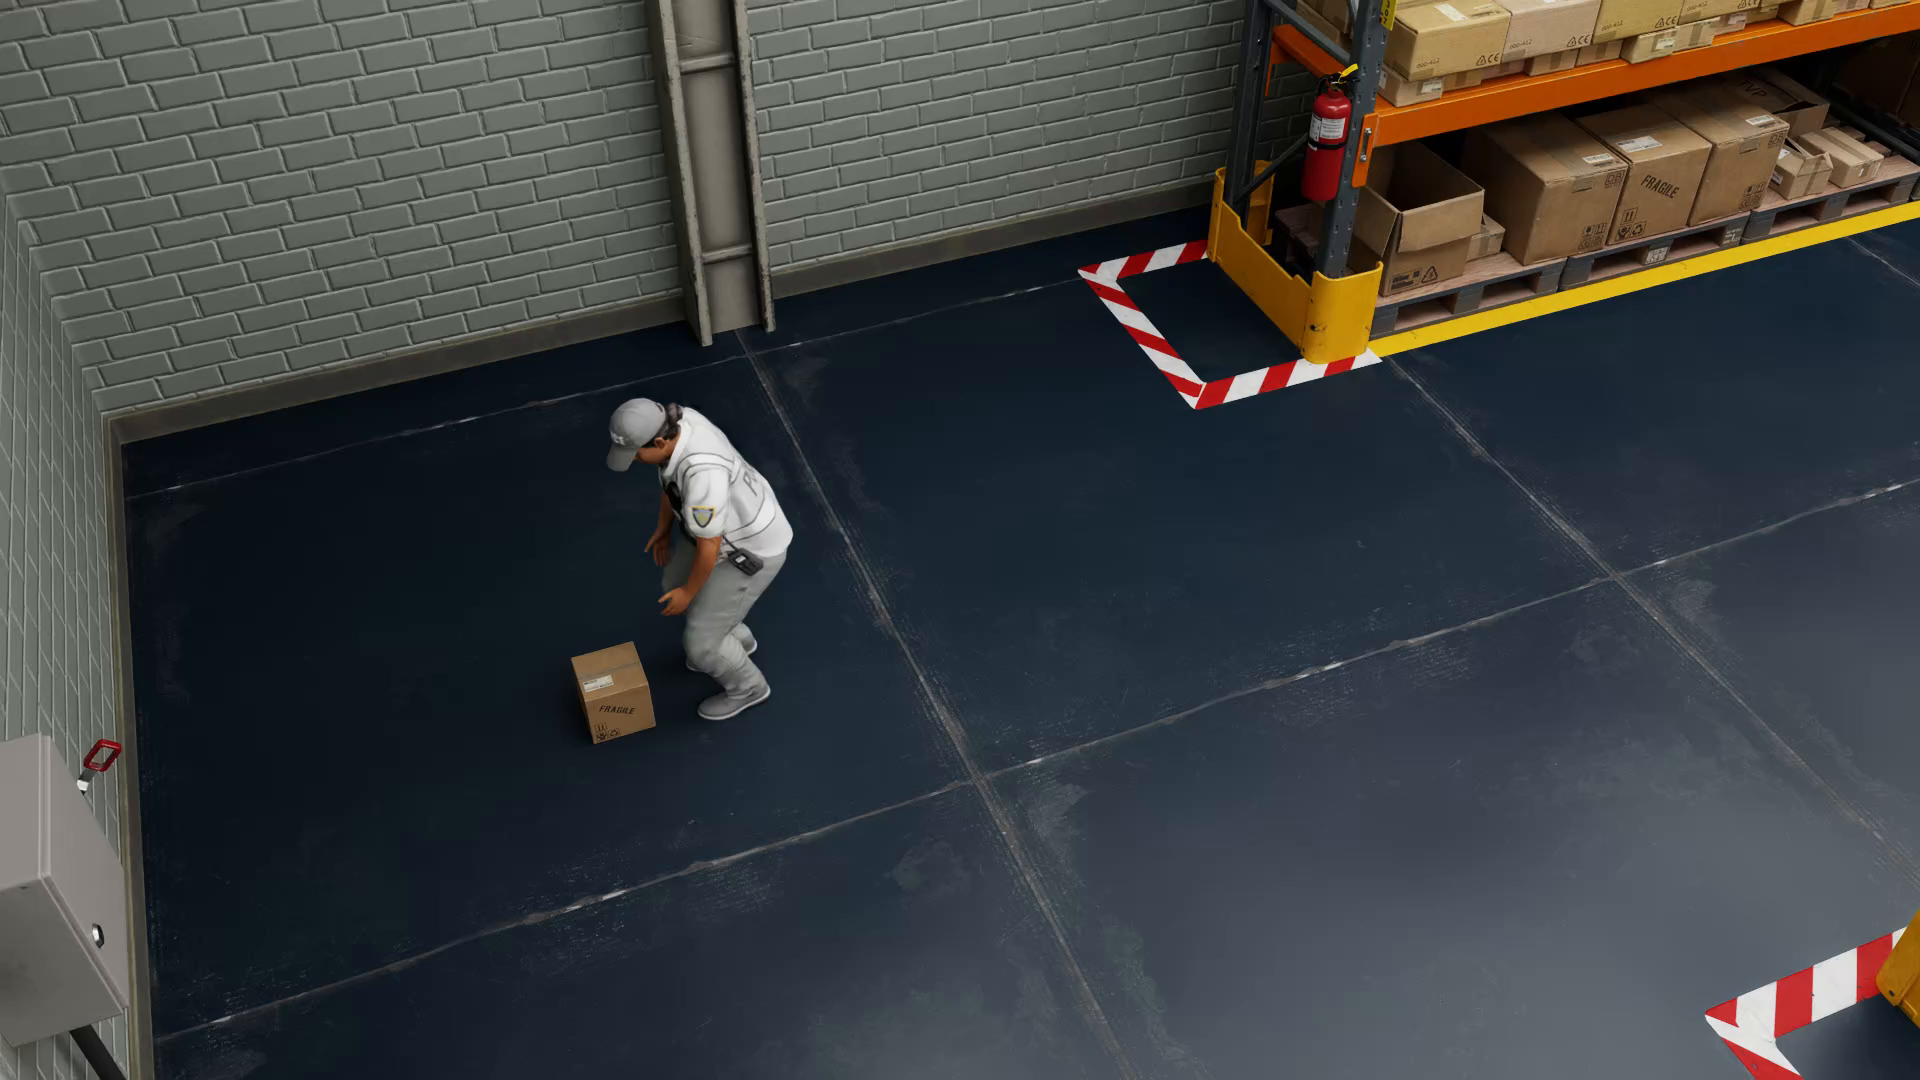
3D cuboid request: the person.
[{"bbox_3d":[-0.943,0.044,6.241,0.632,1.502,0.525,-15,44,-16],"label":"person"}]
